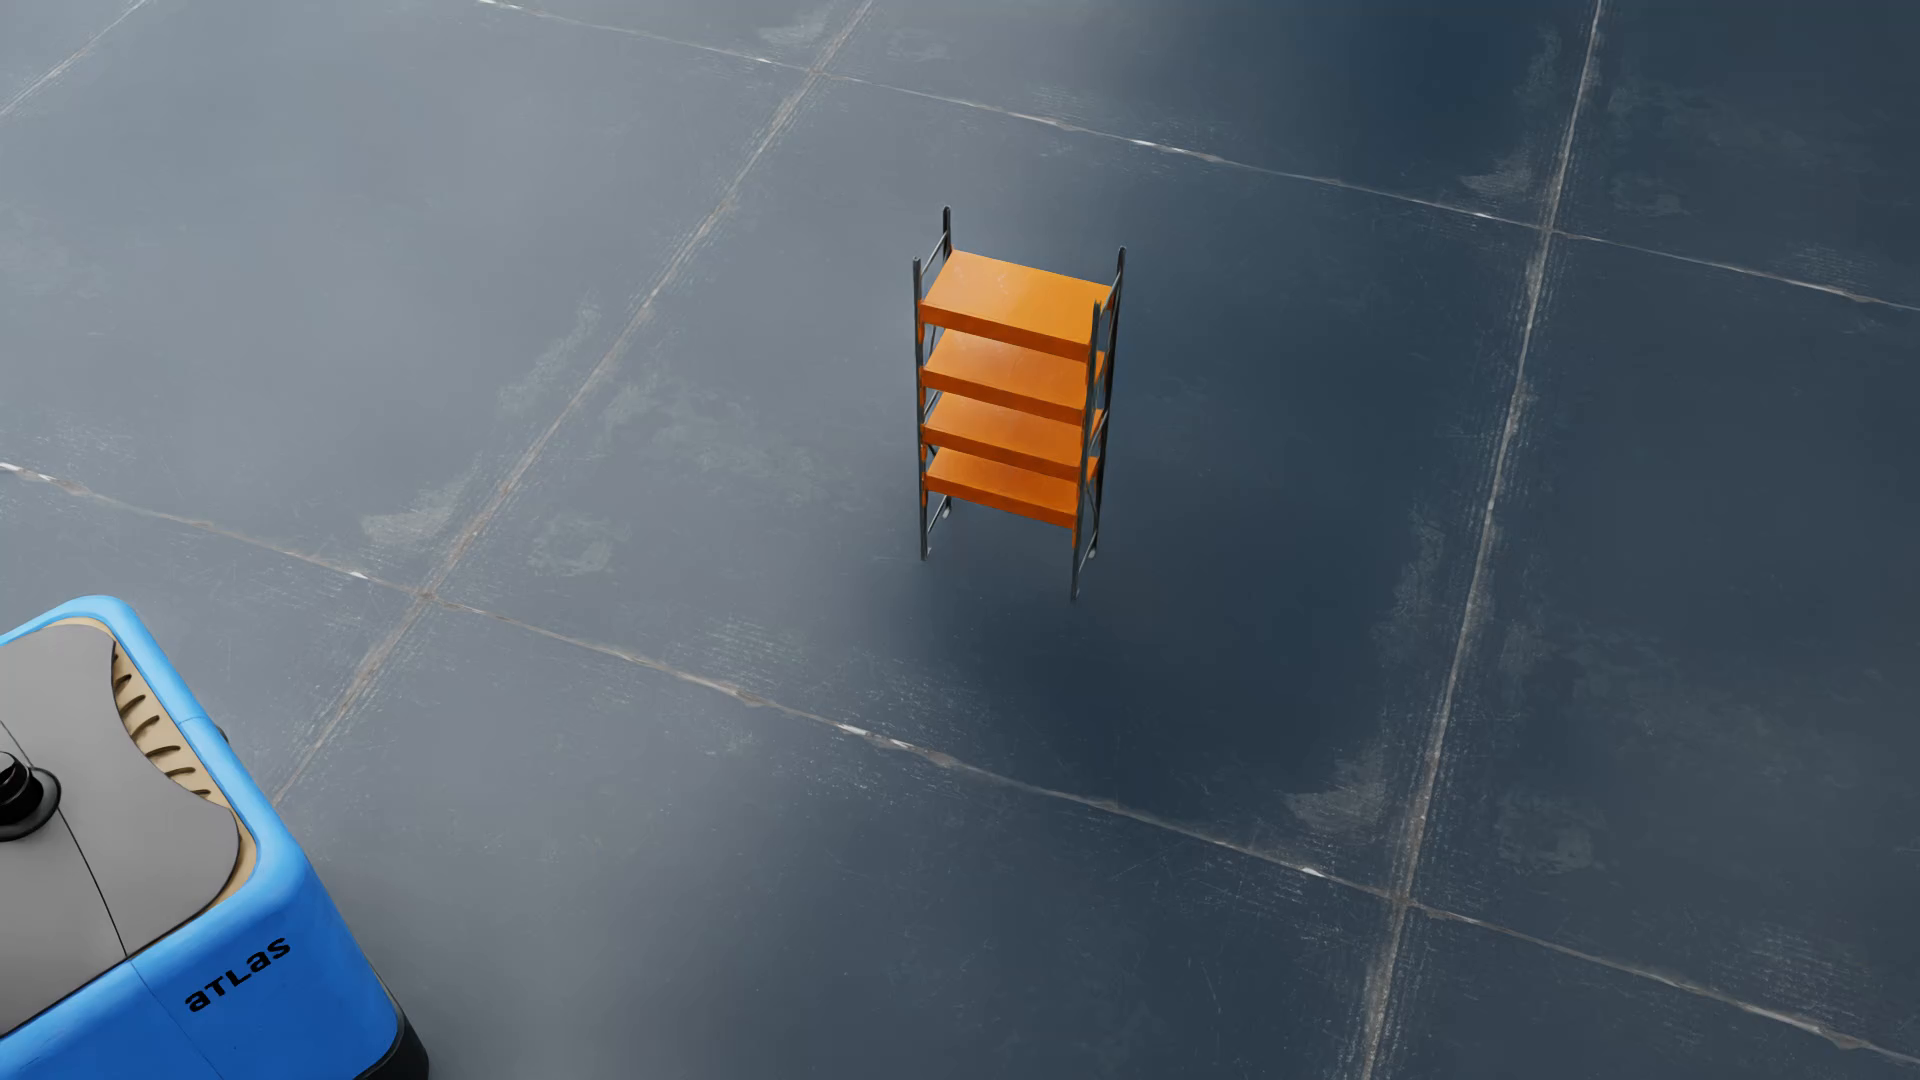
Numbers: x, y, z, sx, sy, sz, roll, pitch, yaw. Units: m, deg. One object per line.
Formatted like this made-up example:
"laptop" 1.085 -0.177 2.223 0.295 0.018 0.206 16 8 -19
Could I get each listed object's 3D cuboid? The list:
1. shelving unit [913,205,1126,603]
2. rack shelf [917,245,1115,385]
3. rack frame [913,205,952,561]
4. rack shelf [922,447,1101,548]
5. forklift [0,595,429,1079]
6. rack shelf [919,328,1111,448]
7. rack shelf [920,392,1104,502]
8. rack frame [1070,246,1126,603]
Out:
"shelving unit" 0.155 -0.350 4.759 0.503 1.200 0.258 16 51 13
"rack shelf" 0.155 -0.607 4.462 0.480 0.148 0.258 16 51 13
"rack frame" -0.074 -0.414 4.814 0.015 1.200 0.240 16 51 13
"rack shelf" 0.155 -0.176 4.960 0.480 0.148 0.258 16 51 13
"forklift" -2.728 0.850 2.574 3.031 2.935 1.130 -34 57 -26
"rack shelf" 0.155 -0.452 4.641 0.480 0.148 0.258 16 51 13
"rack shelf" 0.155 -0.306 4.810 0.480 0.148 0.258 16 51 13
"rack frame" 0.384 -0.286 4.704 0.015 1.200 0.240 16 51 13
